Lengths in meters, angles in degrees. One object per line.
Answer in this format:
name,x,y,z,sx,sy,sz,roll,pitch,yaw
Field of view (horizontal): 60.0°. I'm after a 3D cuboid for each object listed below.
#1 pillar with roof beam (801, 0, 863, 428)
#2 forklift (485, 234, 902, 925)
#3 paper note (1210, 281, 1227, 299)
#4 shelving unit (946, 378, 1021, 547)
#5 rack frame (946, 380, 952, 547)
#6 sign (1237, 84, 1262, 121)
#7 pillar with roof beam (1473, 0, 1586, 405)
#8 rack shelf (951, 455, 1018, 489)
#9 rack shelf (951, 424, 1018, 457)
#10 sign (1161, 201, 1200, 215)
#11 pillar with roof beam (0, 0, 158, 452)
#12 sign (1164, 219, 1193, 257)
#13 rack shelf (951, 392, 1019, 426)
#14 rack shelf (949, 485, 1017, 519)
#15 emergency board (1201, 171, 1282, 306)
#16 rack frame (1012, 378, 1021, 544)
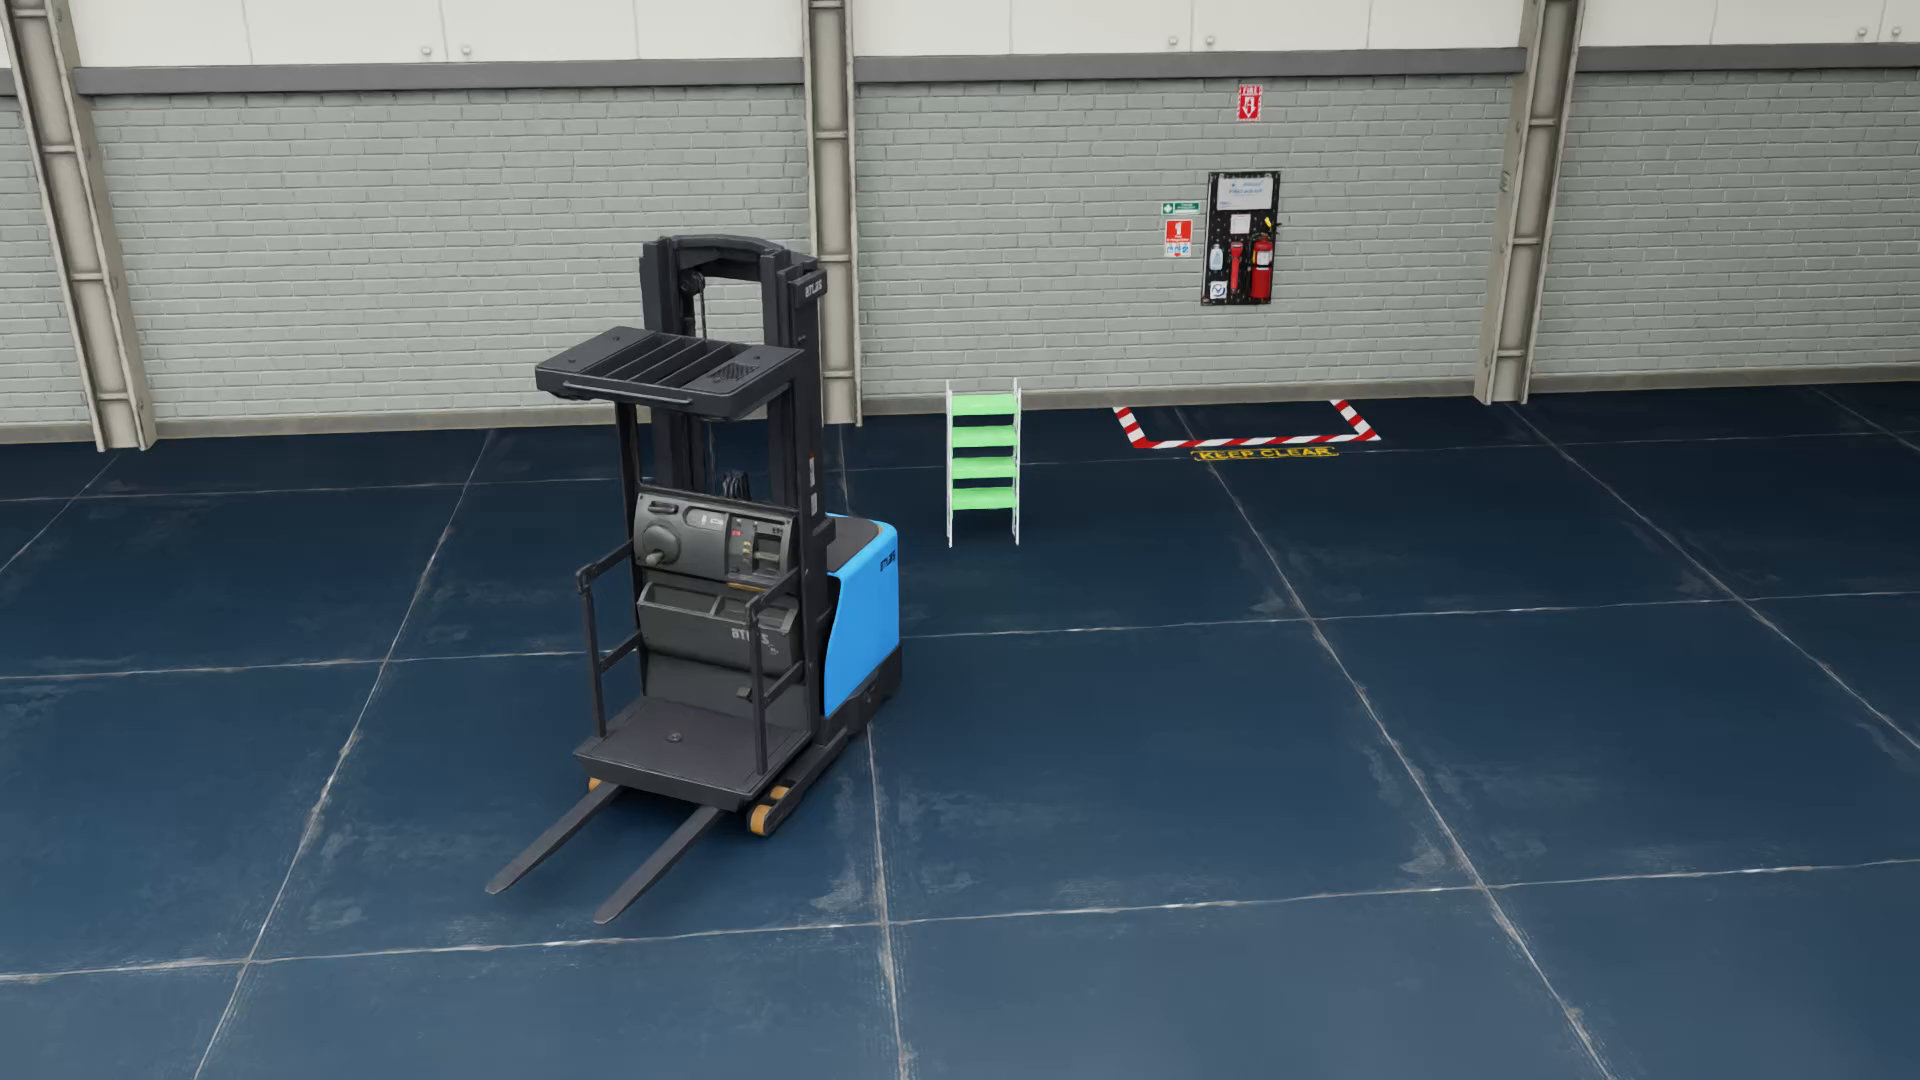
pillar with roof beam,-0.637,-3.418,8.860,0.400,9.000,9.100,-2,24,-5
forklift,-1.384,0.024,8.587,1.130,2.935,3.031,10,26,20
paper note,2.265,-2.191,14.571,0.142,0.148,0.016,-2,24,-5
shelving unit,0.165,-0.555,12.021,0.503,1.200,0.258,-2,24,-5
rack frame,-0.078,-0.545,11.999,0.015,1.200,0.240,-2,24,-5
sign,2.430,-3.672,13.964,0.199,0.298,0.001,-2,24,-5
pillar with roof beam,5.334,-3.657,9.399,0.400,9.000,9.100,-2,24,-5
rack shelf,0.165,-0.496,12.047,0.480,0.148,0.258,-2,24,-5
rack shelf,0.165,-0.716,11.950,0.480,0.148,0.258,-2,24,-5
sign,1.893,-2.847,14.267,0.331,0.109,0.001,-2,24,-5
pillar with roof beam,-6.608,-3.178,8.321,0.400,9.000,9.100,-2,24,-5
sign,1.888,-2.609,14.382,0.234,0.329,0.001,-2,24,-5
rack shelf,0.165,-0.935,11.852,0.480,0.148,0.258,-2,24,-5
rack shelf,0.165,-0.277,12.145,0.480,0.148,0.258,-2,24,-5
emergency board,2.448,-2.573,14.345,0.643,1.169,0.194,-2,24,-5
rack frame,0.408,-0.565,12.043,0.015,1.200,0.240,-2,24,-5
